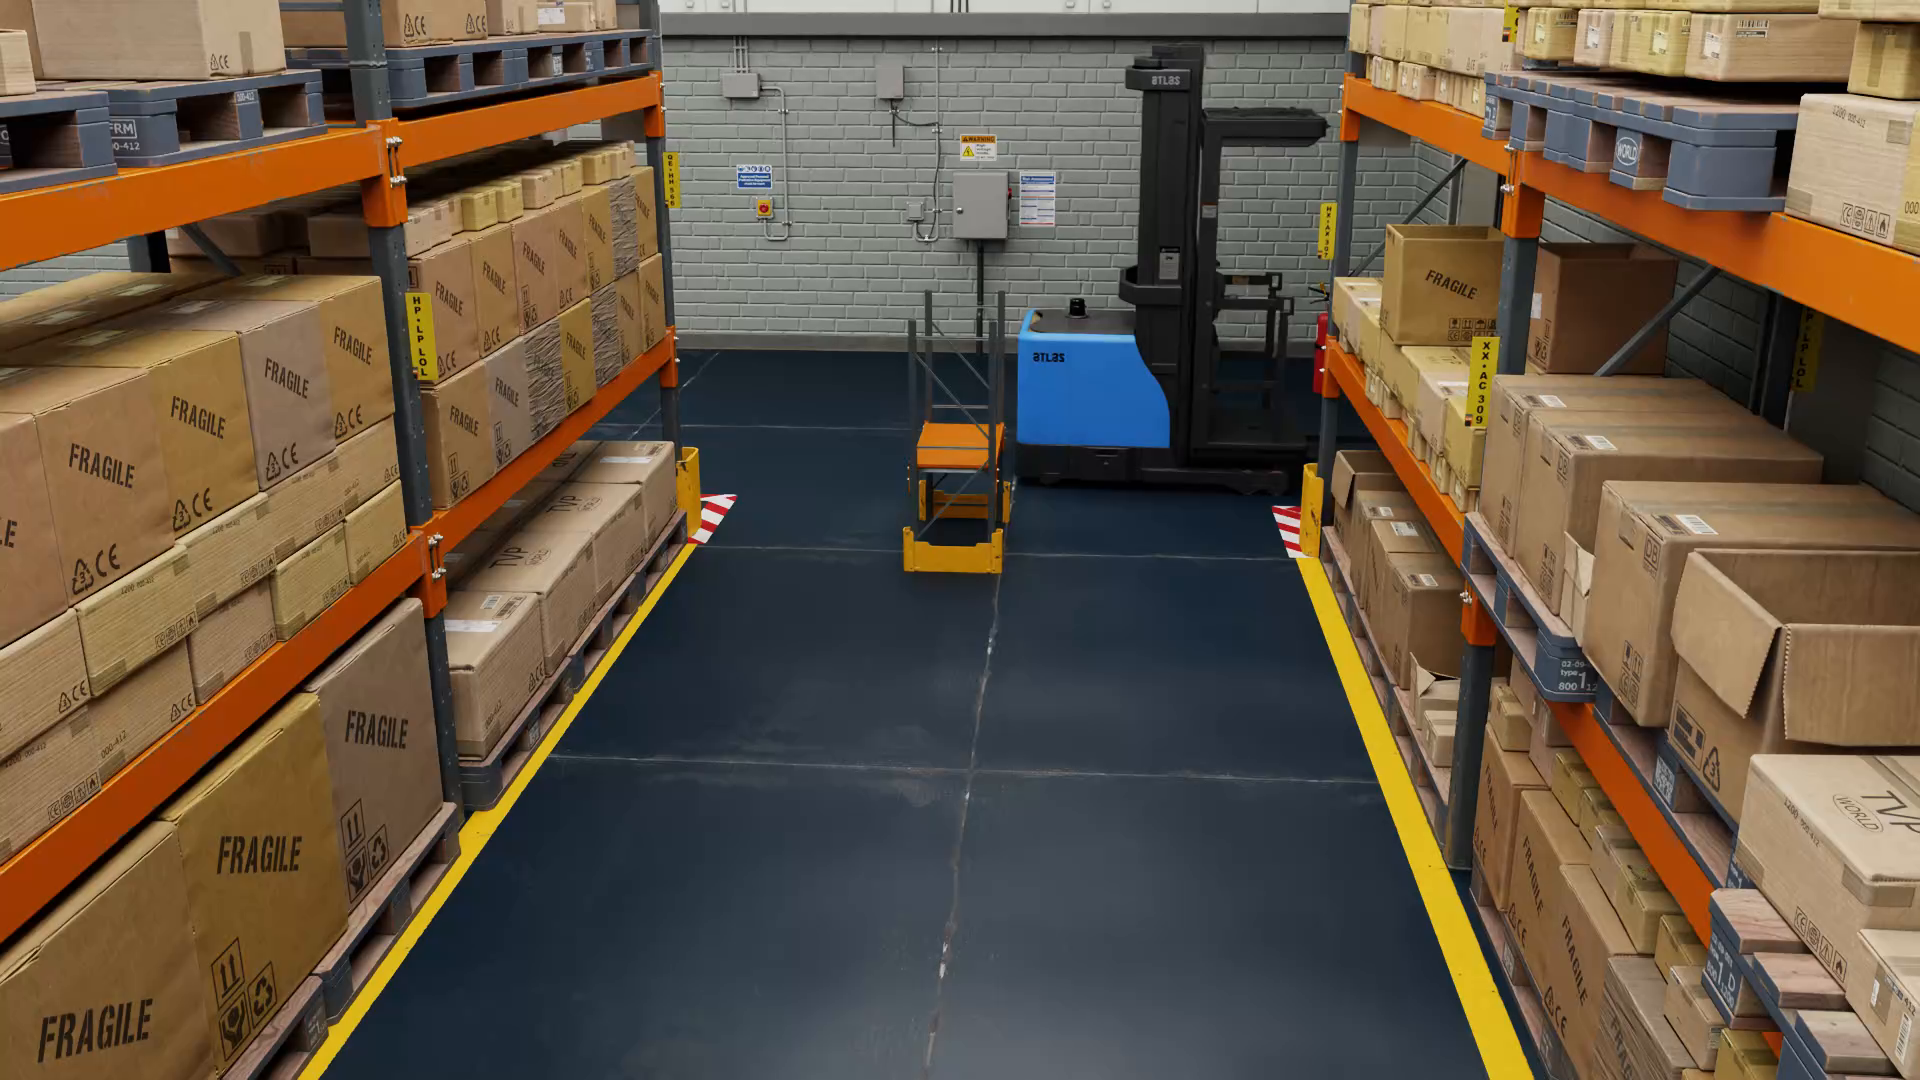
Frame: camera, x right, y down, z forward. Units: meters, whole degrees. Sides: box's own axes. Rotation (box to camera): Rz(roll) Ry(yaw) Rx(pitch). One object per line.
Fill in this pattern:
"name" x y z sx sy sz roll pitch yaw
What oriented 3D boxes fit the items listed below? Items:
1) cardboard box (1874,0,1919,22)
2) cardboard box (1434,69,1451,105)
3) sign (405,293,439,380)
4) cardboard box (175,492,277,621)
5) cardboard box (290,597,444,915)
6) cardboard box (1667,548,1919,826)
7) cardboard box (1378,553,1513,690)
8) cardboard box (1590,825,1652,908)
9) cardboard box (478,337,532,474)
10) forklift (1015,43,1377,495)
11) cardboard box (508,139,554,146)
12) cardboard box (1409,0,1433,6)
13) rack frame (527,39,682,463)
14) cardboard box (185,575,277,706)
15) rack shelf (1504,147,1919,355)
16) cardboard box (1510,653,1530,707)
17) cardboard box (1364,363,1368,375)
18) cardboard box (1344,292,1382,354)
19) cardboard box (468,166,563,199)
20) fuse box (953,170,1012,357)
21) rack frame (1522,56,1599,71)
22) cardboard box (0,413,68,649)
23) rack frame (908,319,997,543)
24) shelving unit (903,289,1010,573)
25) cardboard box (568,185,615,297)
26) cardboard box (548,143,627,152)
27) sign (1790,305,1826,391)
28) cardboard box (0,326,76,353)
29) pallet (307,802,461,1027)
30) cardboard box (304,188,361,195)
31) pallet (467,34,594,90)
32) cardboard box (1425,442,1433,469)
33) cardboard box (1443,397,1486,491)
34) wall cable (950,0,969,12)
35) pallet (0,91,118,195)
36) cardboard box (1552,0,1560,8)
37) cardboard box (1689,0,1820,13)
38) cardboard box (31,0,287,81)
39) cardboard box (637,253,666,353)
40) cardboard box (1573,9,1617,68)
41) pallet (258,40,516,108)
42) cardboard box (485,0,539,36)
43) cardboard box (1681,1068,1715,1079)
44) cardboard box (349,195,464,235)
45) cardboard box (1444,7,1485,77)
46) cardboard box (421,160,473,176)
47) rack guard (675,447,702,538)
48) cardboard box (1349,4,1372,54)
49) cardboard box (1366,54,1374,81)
"cardboard box" 1.927 -1.022 3.031 0.380 0.149 0.250 1 18 3
"cardboard box" 2.269 -1.962 7.180 0.380 0.149 0.250 1 18 4
"sign" -2.002 -0.755 6.177 0.100 0.325 0.005 1 18 4
"cardboard box" -2.393 0.041 4.918 0.500 0.250 0.500 2 18 5
"cardboard box" -2.509 0.753 6.045 0.875 0.875 0.875 2 18 6
"cardboard box" 2.053 0.341 3.725 0.797 0.503 0.637 1 18 3
"cardboard box" 2.381 0.379 7.788 0.700 0.500 0.500 1 18 2
"cardboard box" 2.105 0.974 4.932 0.380 0.149 0.250 1 18 4
"cardboard box" -2.209 -0.595 7.261 0.500 0.500 0.500 1 18 4
"forklift" 1.931 -1.872 11.428 3.031 2.935 1.130 2 18 6
"cardboard box" -2.559 -2.220 9.574 0.380 0.149 0.250 2 18 5
"cardboard box" 2.308 -2.512 7.416 0.500 0.250 0.500 2 18 5
"rack frame" -2.257 -1.494 10.164 1.000 3.000 0.127 1 18 4
"cardboard box" -2.417 0.279 4.994 0.500 0.250 0.500 1 18 2
"rack shelf" 2.264 -0.604 3.787 1.077 0.370 4.000 1 18 4
"cardboard box" 2.177 0.504 5.889 0.380 0.149 0.250 1 18 3
"cardboard box" 2.361 -0.929 8.845 0.380 0.149 0.250 2 18 6
"cardboard box" 2.357 -1.163 8.917 0.500 0.250 0.500 1 18 5
"cardboard box" -2.157 -1.730 8.077 0.380 0.149 0.250 2 18 6
"fuse box" 0.209 -2.541 15.429 0.539 1.711 0.414 1 18 4
"rack frame" 2.407 -2.993 5.104 1.000 3.000 0.127 1 18 4
"cardboard box" -2.473 0.006 3.821 0.500 0.500 0.500 2 18 5
"rack frame" -0.043 -0.528 9.627 0.500 1.500 0.032 1 18 4
"shelving unit" -0.005 -0.689 10.117 0.587 1.500 1.083 1 18 4
"cardboard box" -2.101 -1.545 8.554 0.500 0.500 0.500 1 18 4
"cardboard box" -2.077 -2.129 9.296 0.380 0.149 0.250 2 18 5
"sign" 2.961 -0.681 5.823 0.100 0.325 0.005 1 18 4
"cardboard box" -2.909 -0.329 4.845 0.500 0.500 0.500 1 18 3
"pallet" -2.524 1.315 6.070 1.003 0.211 1.213 1 18 4
"cardboard box" -2.684 -1.421 7.133 0.380 0.149 0.250 1 18 3
"pallet" -2.385 -2.266 7.847 1.003 0.211 1.213 1 18 4
"cardboard box" 2.216 -0.370 7.140 0.380 0.149 0.250 2 18 5
"cardboard box" 2.201 -0.375 6.514 0.500 0.250 0.500 2 18 5
"wall cable" 1.395 -6.044 14.355 2.988 3.039 0.133 1 18 4
"pallet" -2.760 -0.893 3.818 1.003 0.211 1.213 2 18 6
"cardboard box" 2.000 -1.669 4.972 0.380 0.149 0.250 2 18 5
"cardboard box" 1.897 -1.274 3.766 0.380 0.149 0.250 1 18 4
"cardboard box" -2.398 -1.556 5.004 0.500 0.311 0.500 1 18 4
"cardboard box" -2.028 -1.385 9.673 0.500 0.500 0.500 1 18 4
"cardboard box" 1.912 -1.374 4.549 0.380 0.149 0.250 2 18 5
"pallet" -2.475 -1.888 6.694 1.003 0.211 1.213 1 18 4
"cardboard box" -2.414 -2.660 8.215 0.500 0.311 0.500 2 18 5
"cardboard box" 2.018 1.635 3.956 0.500 0.500 0.500 2 18 6
"cardboard box" -2.284 -1.335 6.871 0.380 0.149 0.250 1 18 3
"cardboard box" 2.219 -1.954 6.516 0.500 0.250 0.500 1 18 2
"cardboard box" -2.666 -1.818 8.345 0.380 0.149 0.250 1 18 4
"rack guard" -2.255 -0.313 10.576 1.175 0.500 0.348 1 18 4
"cardboard box" 2.390 -2.748 8.937 0.500 0.250 0.500 1 18 3
"cardboard box" 2.439 -2.596 9.115 0.380 0.149 0.250 2 18 5
